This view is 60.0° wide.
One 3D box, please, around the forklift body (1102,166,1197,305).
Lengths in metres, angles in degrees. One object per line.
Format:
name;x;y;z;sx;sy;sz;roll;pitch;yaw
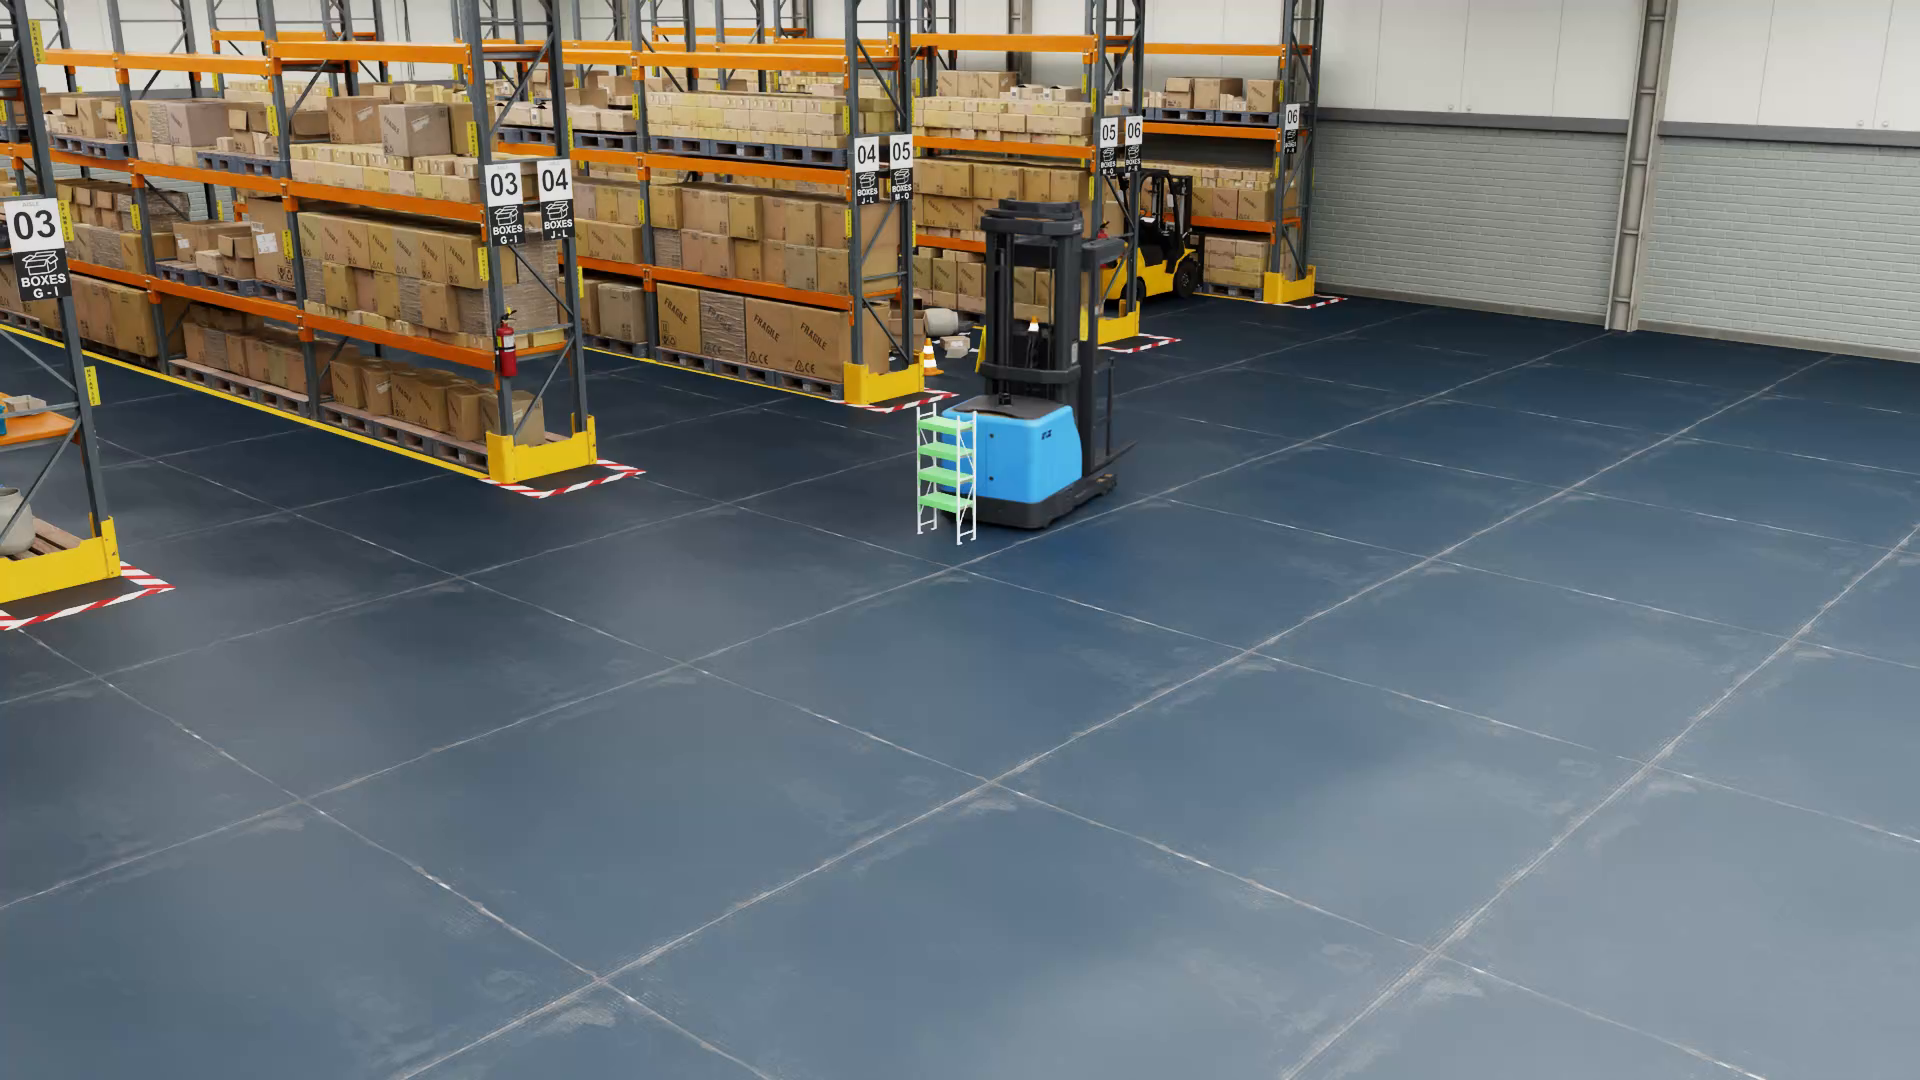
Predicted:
forklift body;2.908;-5.079;27.698;1.214;2.155;2.313;15;23;39

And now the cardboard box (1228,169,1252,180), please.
cardboard box;4.710;-6.127;27.869;0.250;0.149;0.380;16;23;40

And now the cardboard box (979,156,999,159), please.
cardboard box;0.584;-7.333;32.159;0.250;0.149;0.380;14;23;38

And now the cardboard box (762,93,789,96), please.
cardboard box;-2.336;-5.686;21.488;0.250;0.149;0.380;15;23;40

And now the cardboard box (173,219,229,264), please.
cardboard box;-9.886;-3.904;21.735;0.500;0.500;0.500;12;21;33

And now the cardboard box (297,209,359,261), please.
cardboard box;-7.157;-3.471;18.918;0.500;0.500;0.500;15;23;39

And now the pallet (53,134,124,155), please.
pallet;-11.672;-5.437;22.776;1.213;0.211;1.003;16;24;42

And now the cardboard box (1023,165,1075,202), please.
cardboard box;1.344;-5.214;24.412;0.500;0.500;0.700;15;23;40

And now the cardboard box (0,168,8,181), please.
cardboard box;-15.761;-5.752;26.931;0.500;0.500;0.500;15;23;40

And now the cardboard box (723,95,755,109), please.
cardboard box;-2.772;-5.537;21.018;0.250;0.149;0.380;15;23;39

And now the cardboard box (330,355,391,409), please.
cardboard box;-7.052;-1.872;19.629;0.500;0.500;0.500;14;22;38

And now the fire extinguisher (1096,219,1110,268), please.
fire extinguisher;2.025;-4.228;23.741;0.183;0.674;0.296;15;23;39

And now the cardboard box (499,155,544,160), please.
cardboard box;-4.515;-3.880;17.146;0.250;0.149;0.380;16;23;40

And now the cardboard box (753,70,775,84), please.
cardboard box;-3.976;-9.710;34.859;0.500;0.250;0.500;15;23;39

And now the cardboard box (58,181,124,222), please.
cardboard box;-12.319;-4.818;23.649;0.637;0.503;0.797;15;23;40

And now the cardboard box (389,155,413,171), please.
cardboard box;-5.716;-3.946;17.355;0.250;0.149;0.380;14;22;37

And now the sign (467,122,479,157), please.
sign;-4.716;-3.880;16.094;0.005;0.325;0.100;15;23;39

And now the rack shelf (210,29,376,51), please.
rack shelf;-11.436;-8.578;28.596;4.000;0.370;1.077;15;23;39

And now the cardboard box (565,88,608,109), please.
cardboard box;-5.463;-6.297;24.151;0.500;0.500;0.500;15;23;39

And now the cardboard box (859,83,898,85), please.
cardboard box;-1.297;-7.297;27.054;0.500;0.250;0.500;14;23;38

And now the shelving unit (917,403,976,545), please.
shelving unit;-0.124;-0.605;15.173;0.503;1.200;0.258;15;23;39

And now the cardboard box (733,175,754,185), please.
cardboard box;-3.556;-6.245;28.618;0.500;0.500;0.500;14;22;38

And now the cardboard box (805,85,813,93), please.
cardboard box;-2.921;-9.174;33.796;0.250;0.149;0.380;15;23;40

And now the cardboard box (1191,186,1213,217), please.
cardboard box;4.229;-5.812;28.439;0.500;0.500;0.500;14;23;38

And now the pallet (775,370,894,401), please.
pallet;-1.615;-2.065;21.409;1.213;0.211;1.003;15;23;39

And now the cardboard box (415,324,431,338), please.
cardboard box;-5.629;-2.288;17.915;0.250;0.149;0.380;15;23;39

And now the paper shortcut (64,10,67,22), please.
paper shortcut;-11.653;-6.828;21.659;0.078;0.170;0.009;-25;-14;39

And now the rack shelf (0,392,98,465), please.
rack shelf;-9.116;-1.088;14.908;4.000;0.370;1.077;15;23;39

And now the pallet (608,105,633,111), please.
pallet;-6.012;-7.967;30.752;1.217;0.209;0.805;14;22;37

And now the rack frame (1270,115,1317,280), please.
rack frame;5.537;-5.516;27.671;0.127;3.000;1.000;15;23;39

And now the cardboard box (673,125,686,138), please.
cardboard box;-3.530;-5.361;21.779;0.250;0.149;0.380;15;23;39

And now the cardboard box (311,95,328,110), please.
cardboard box;-10.454;-7.293;27.733;0.500;0.250;0.500;14;22;37

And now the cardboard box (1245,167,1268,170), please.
cardboard box;5.047;-6.240;28.224;0.250;0.149;0.380;16;23;40

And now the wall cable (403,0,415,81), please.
wall cable;-11.785;-12.352;39.234;0.133;3.039;2.988;15;23;39

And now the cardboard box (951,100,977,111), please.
cardboard box;0.075;-6.550;25.069;0.250;0.149;0.380;14;22;37

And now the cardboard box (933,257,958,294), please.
cardboard box;-0.076;-4.158;26.003;0.500;0.500;0.500;16;24;41

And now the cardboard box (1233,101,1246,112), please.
cardboard box;4.716;-7.171;27.484;0.250;0.149;0.380;14;22;38

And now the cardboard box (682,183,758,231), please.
cardboard box;-3.215;-4.475;22.359;0.550;0.550;0.875;15;23;39

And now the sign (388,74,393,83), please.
sign;-9.575;-7.651;27.935;0.005;0.325;0.100;15;23;39

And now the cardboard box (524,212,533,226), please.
cardboard box;-6.410;-4.653;24.787;0.500;0.500;0.500;15;23;39

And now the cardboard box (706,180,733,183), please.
cardboard box;-4.269;-6.205;29.264;0.500;0.250;0.500;15;23;39

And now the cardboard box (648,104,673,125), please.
cardboard box;-3.777;-5.641;22.004;0.500;0.250;0.500;15;23;40

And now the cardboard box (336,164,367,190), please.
cardboard box;-6.395;-3.956;18.044;0.500;0.250;0.500;14;22;37

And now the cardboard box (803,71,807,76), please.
cardboard box;-3.164;-9.776;34.516;0.258;0.266;0.396;15;23;38

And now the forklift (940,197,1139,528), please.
forklift;0.935;-1.902;16.398;1.130;2.935;3.031;9;20;26

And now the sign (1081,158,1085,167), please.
sign;2.192;-6.708;29.645;0.005;0.325;0.100;15;23;39

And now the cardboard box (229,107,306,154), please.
cardboard box;-8.316;-4.938;20.026;0.637;0.503;0.797;16;24;41

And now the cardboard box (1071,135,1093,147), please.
cardboard box;1.792;-5.710;23.740;0.250;0.149;0.380;15;23;39

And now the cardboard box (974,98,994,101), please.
cardboard box;0.425;-6.665;25.431;0.250;0.149;0.380;14;23;38

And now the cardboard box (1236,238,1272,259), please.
cardboard box;4.985;-4.904;27.941;0.500;0.250;0.500;16;24;41

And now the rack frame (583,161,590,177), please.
rack frame;-6.730;-6.801;31.722;0.127;3.000;1.000;15;23;39

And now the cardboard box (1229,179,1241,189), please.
cardboard box;4.727;-5.989;27.925;0.250;0.149;0.380;16;23;40

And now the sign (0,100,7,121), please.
sign;-13.675;-6.147;23.716;0.005;0.325;0.100;15;23;39

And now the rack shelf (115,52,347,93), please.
rack shelf;-8.821;-5.680;20.123;4.000;0.370;1.077;15;23;39
